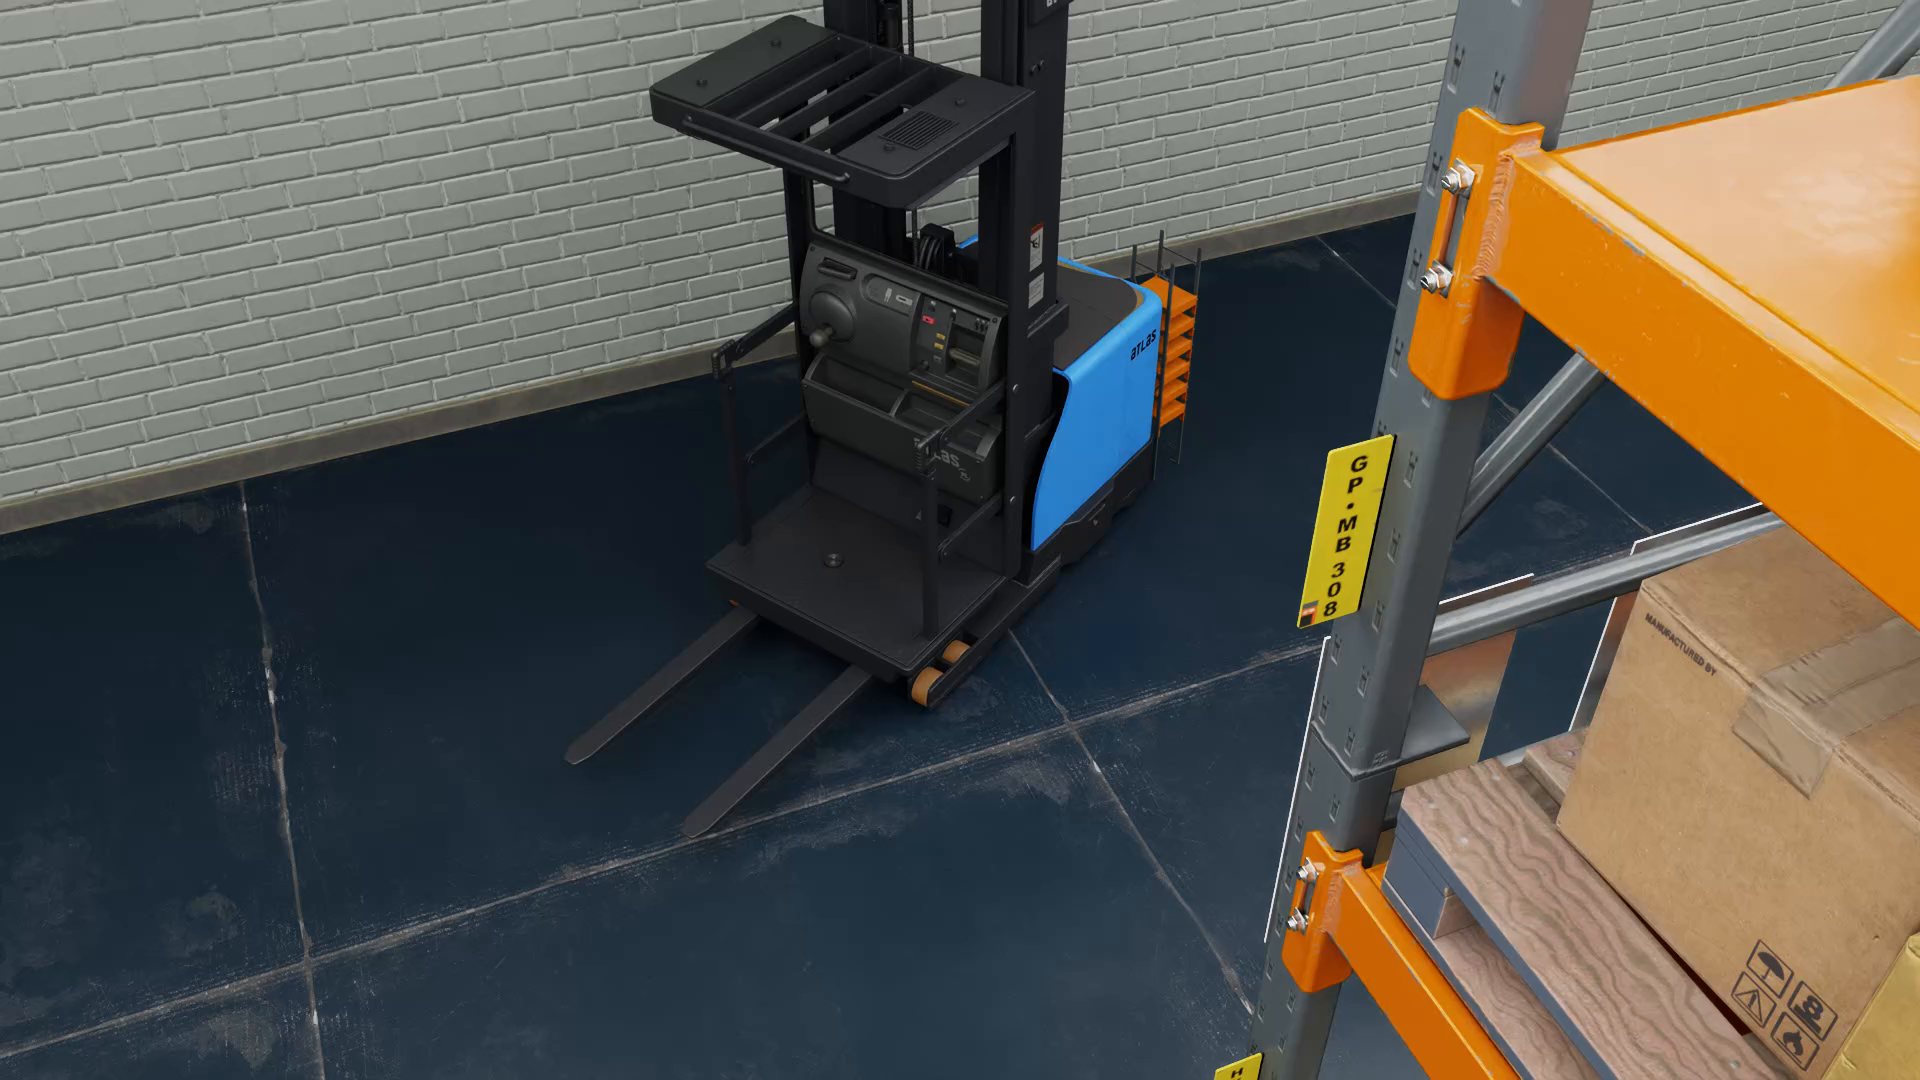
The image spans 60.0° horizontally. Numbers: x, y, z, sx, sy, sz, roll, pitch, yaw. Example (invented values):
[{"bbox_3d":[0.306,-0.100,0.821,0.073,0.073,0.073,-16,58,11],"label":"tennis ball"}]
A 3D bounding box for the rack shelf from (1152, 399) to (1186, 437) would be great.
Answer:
[{"bbox_3d":[0.916,-0.623,7.909,0.180,0.103,0.258,-32,50,-32],"label":"rack shelf"}]

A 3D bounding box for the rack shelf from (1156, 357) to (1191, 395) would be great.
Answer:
[{"bbox_3d":[0.916,-0.805,7.752,0.180,0.103,0.258,-32,50,-32],"label":"rack shelf"}]

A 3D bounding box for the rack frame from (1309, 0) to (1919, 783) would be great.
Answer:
[{"bbox_3d":[1.056,-0.917,1.834,1.000,3.000,0.127,-15,43,-17],"label":"rack frame"}]

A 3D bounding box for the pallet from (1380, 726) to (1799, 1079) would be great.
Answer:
[{"bbox_3d":[1.349,0.698,2.324,1.003,0.211,1.213,-15,43,-17],"label":"pallet"}]

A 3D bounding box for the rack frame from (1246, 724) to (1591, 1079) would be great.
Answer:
[{"bbox_3d":[1.056,1.357,3.790,1.000,3.000,0.127,-15,43,-17],"label":"rack frame"}]

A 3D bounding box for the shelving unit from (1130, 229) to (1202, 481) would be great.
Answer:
[{"bbox_3d":[0.916,-0.838,7.723,0.189,1.200,0.258,-32,50,-32],"label":"shelving unit"}]

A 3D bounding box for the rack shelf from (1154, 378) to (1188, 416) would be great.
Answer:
[{"bbox_3d":[0.916,-0.714,7.831,0.180,0.103,0.258,-32,50,-32],"label":"rack shelf"}]

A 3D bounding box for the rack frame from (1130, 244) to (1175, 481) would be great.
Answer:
[{"bbox_3d":[0.850,-0.797,7.675,0.006,1.200,0.240,-32,50,-32],"label":"rack frame"}]

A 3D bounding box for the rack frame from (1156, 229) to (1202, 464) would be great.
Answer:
[{"bbox_3d":[0.982,-0.880,7.771,0.006,1.200,0.240,-32,50,-32],"label":"rack frame"}]

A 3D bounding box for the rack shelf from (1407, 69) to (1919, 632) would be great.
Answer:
[{"bbox_3d":[1.821,0.712,0.798,1.077,0.370,4.000,-15,43,-17],"label":"rack shelf"}]

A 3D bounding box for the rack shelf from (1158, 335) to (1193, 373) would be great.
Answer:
[{"bbox_3d":[0.916,-0.896,7.674,0.180,0.103,0.258,-32,50,-32],"label":"rack shelf"}]

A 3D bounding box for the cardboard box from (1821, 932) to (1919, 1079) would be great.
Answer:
[{"bbox_3d":[1.408,0.654,1.832,0.700,0.500,0.500,-17,43,-18],"label":"cardboard box"}]

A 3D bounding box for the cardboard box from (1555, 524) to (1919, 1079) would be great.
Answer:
[{"bbox_3d":[1.304,0.285,2.261,0.700,0.500,0.500,-18,44,-19],"label":"cardboard box"}]

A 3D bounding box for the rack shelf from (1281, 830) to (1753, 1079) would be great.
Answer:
[{"bbox_3d":[1.821,1.698,1.645,1.077,0.370,4.000,-15,43,-17],"label":"rack shelf"}]

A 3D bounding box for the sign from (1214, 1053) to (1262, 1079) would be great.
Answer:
[{"bbox_3d":[0.541,1.134,3.325,0.100,0.325,0.005,-15,43,-17],"label":"sign"}]

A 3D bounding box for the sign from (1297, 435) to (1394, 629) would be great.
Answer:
[{"bbox_3d":[0.541,-0.007,2.344,0.100,0.325,0.005,-15,43,-17],"label":"sign"}]

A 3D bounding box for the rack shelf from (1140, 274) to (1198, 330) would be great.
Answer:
[{"bbox_3d":[0.916,-1.078,7.518,0.180,0.103,0.258,-32,50,-32],"label":"rack shelf"}]

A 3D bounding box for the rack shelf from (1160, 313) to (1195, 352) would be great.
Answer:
[{"bbox_3d":[0.916,-0.987,7.596,0.180,0.103,0.258,-32,50,-32],"label":"rack shelf"}]

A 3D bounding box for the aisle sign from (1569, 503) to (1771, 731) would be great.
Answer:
[{"bbox_3d":[1.305,0.253,3.080,0.394,0.787,0.004,-15,43,-17],"label":"aisle sign"}]

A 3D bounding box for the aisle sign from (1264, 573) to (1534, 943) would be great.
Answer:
[{"bbox_3d":[0.751,0.403,2.905,0.394,0.787,0.004,-15,43,-17],"label":"aisle sign"}]

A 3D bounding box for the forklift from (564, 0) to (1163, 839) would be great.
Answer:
[{"bbox_3d":[-0.363,-0.782,6.330,1.130,2.935,3.031,25,47,26],"label":"forklift"}]
